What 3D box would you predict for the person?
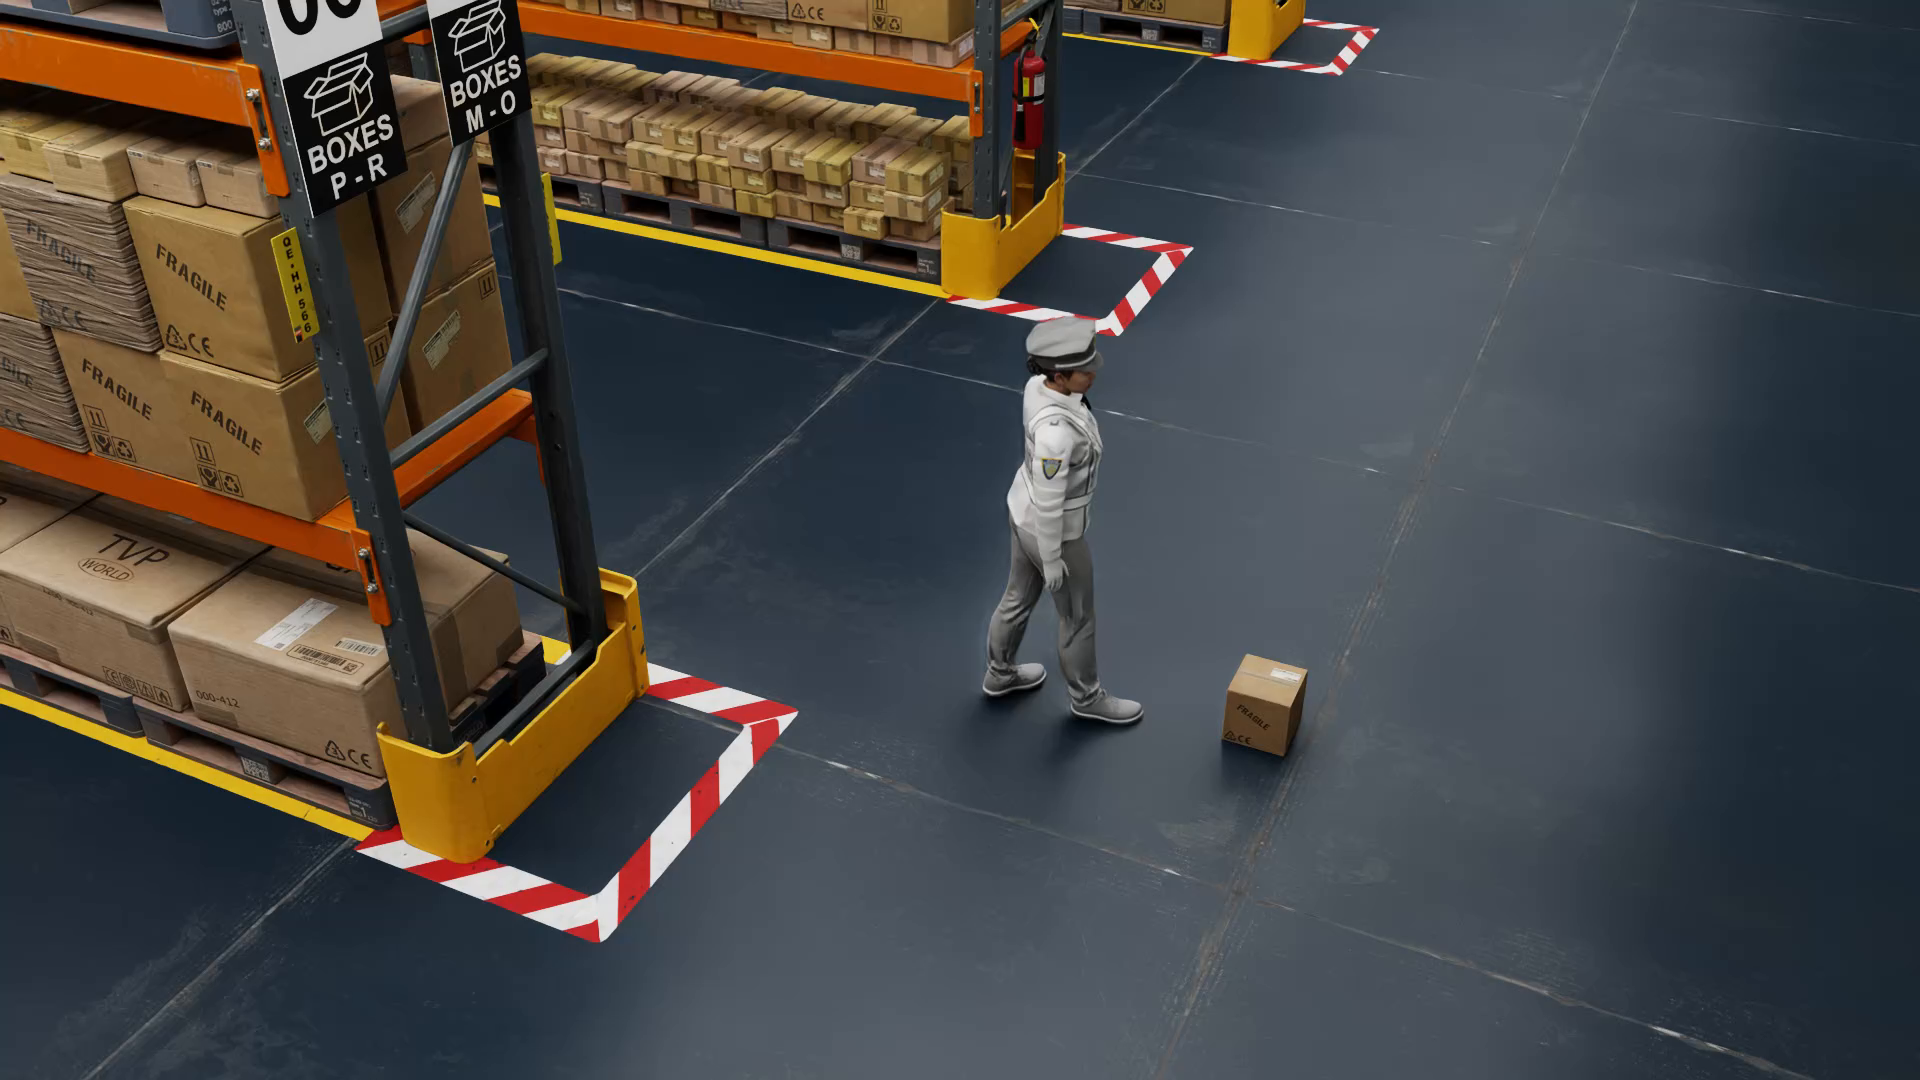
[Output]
[{"bbox_3d":[0.398,-0.063,6.209,0.607,1.668,0.486,-5,34,-8],"label":"person"}]
